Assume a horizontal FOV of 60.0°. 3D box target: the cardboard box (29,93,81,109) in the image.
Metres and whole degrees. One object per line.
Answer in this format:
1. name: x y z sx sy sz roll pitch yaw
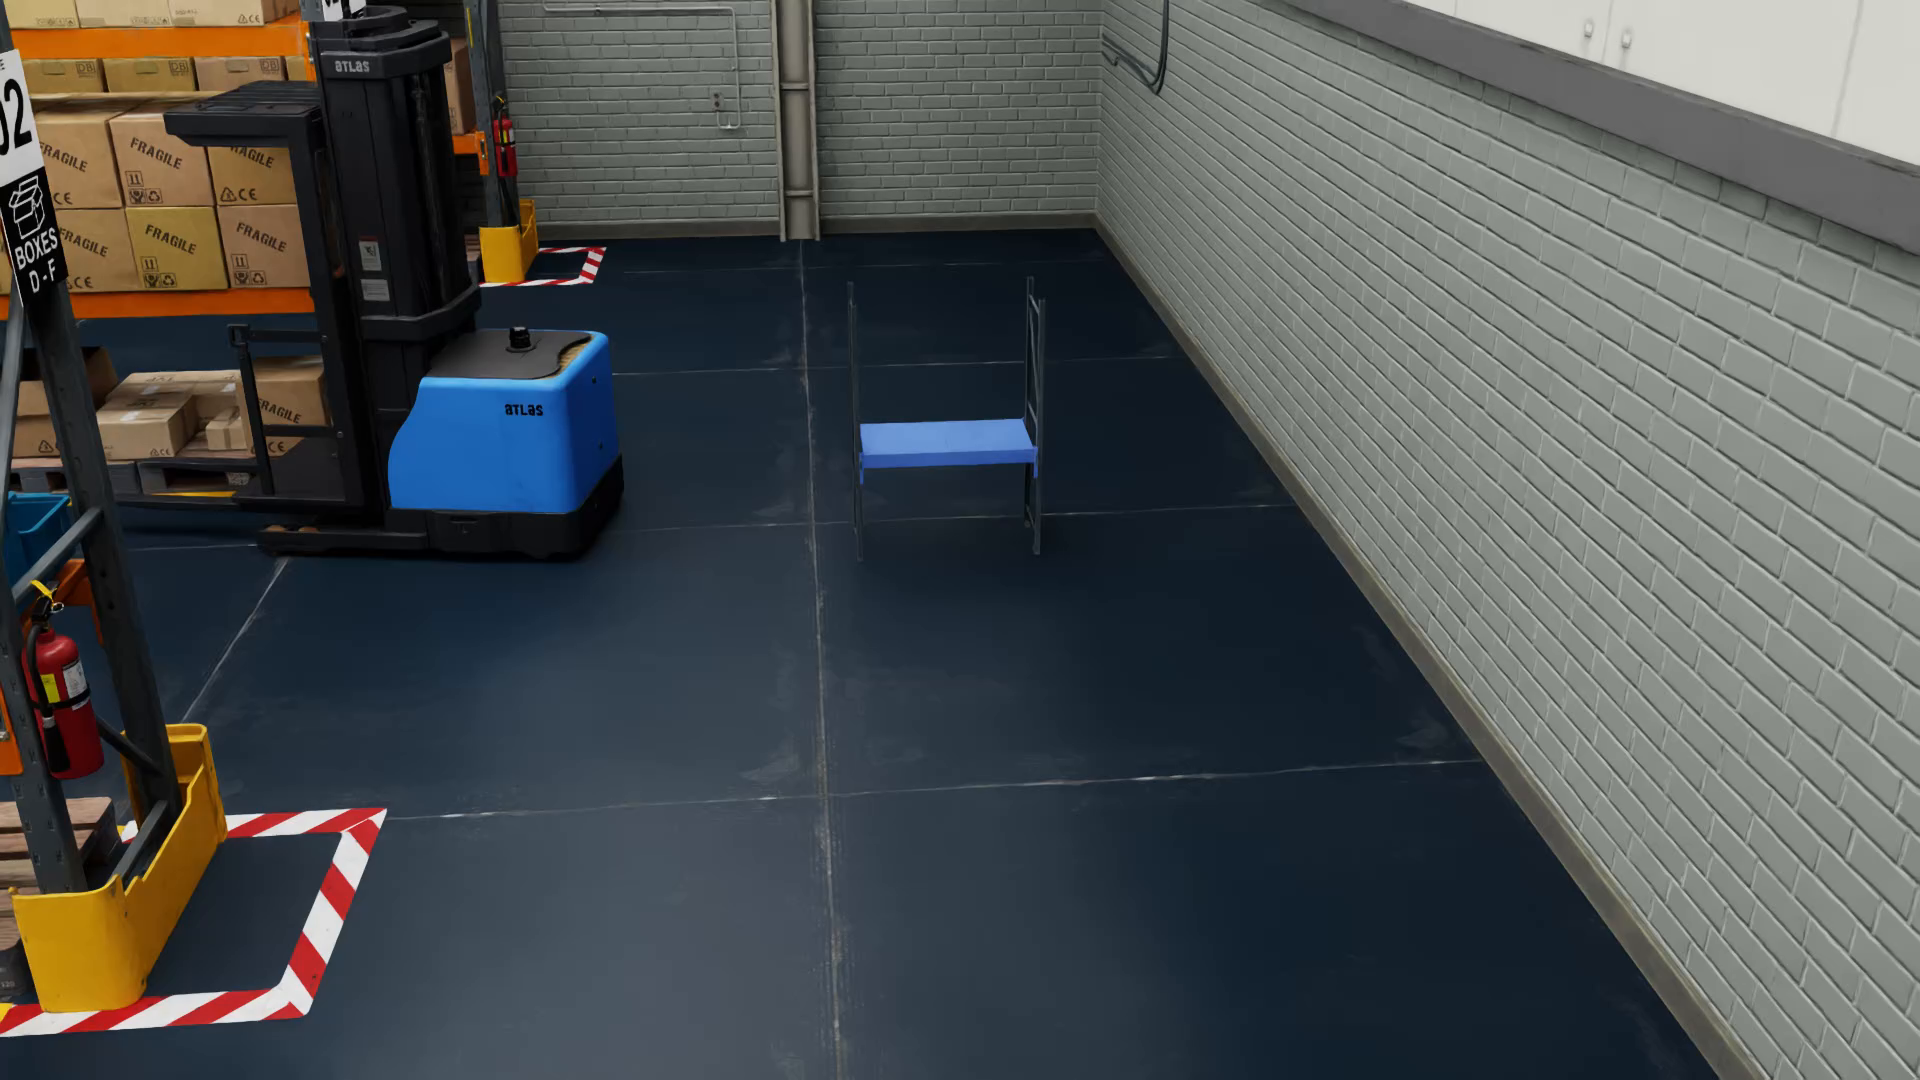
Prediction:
1. cardboard box: -5.687 -2.444 10.202 0.500 0.500 0.500 -3 24 -6

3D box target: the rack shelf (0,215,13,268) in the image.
1. rack shelf: -5.203 -0.875 5.219 4.000 0.370 1.077 -2 24 -5

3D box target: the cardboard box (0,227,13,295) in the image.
1. cardboard box: -5.629 -1.773 9.923 0.500 0.500 0.500 -3 24 -6

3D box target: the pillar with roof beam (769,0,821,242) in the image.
1. pillar with roof beam: -1.161 -5.376 10.766 0.400 9.000 9.100 -2 24 -5

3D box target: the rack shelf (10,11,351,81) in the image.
1. rack shelf: -5.686 -2.877 9.723 4.000 0.370 1.077 -2 24 -5

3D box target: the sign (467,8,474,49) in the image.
1. sign: -4.147 -4.335 14.093 0.005 0.325 0.100 -2 24 -5

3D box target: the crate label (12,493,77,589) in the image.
1. crate label: -3.491 0.013 6.160 0.303 0.233 0.416 -2 24 -5

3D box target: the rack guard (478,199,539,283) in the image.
1. rack guard: -4.163 -2.776 15.380 0.348 0.500 1.175 -2 24 -5

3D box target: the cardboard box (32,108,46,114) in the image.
1. cardboard box: -5.641 -2.225 9.710 0.500 0.500 0.500 -2 24 -4

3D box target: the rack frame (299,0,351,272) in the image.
1. rack frame: -3.696 -1.915 10.366 0.127 3.000 1.000 -2 24 -5

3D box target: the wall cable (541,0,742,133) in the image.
1. wall cable: -3.005 -4.815 15.639 1.851 1.984 0.084 -2 24 -5

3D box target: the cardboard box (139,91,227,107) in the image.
1. cardboard box: -4.683 -2.483 10.289 0.500 0.500 0.500 -2 24 -5

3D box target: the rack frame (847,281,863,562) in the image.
1. rack frame: -0.591 -0.662 9.392 0.032 1.500 0.500 -2 24 -5

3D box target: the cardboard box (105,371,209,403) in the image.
1. cardboard box: -5.260 -0.913 10.955 0.500 0.250 0.500 -2 24 -5

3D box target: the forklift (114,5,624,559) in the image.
1. forklift: -3.618 -1.460 9.427 3.031 2.935 1.130 2 24 4

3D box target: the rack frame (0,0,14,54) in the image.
1. rack frame: -3.213 -2.654 4.643 0.127 3.000 1.000 -2 24 -5

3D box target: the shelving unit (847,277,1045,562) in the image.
1. shelving unit: -0.085 -0.682 9.438 1.048 1.500 0.538 -2 24 -5

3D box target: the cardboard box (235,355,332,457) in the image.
1. cardboard box: -4.213 -0.853 10.512 0.500 0.500 0.500 -2 24 -5

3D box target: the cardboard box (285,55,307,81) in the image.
1. cardboard box: -5.416 -3.997 14.679 0.700 0.700 0.980 -2 24 -6

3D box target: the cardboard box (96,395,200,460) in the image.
1. cardboard box: -5.161 -0.713 10.504 0.500 0.250 0.500 -2 24 -5

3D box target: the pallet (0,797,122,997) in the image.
1. pallet: -4.037 1.378 6.389 1.213 0.211 1.003 -2 24 -5

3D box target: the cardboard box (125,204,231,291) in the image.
1. cardboard box: -4.631 -1.811 10.008 0.500 0.500 0.500 -2 24 -5

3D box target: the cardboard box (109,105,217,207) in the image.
1. cardboard box: -4.614 -2.269 9.807 0.500 0.500 0.500 -2 24 -4

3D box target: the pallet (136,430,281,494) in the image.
1. pallet: -4.565 -0.606 10.853 1.213 0.211 1.003 -2 24 -5

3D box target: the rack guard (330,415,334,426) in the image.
1. rack guard: -3.772 -0.770 10.867 0.348 0.500 1.175 -2 24 -5

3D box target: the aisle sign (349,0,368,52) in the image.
1. aisle sign: -3.657 -3.225 10.111 0.004 0.787 0.394 -2 24 -5

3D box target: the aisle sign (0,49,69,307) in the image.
1. aisle sign: -3.170 -1.224 5.610 0.004 0.787 0.394 -2 24 -5

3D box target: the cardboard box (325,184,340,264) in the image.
1. cardboard box: -4.163 -2.050 10.546 0.500 0.500 0.500 -2 24 -4

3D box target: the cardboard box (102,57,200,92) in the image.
1. cardboard box: -6.899 -3.937 14.545 0.700 0.700 0.980 -3 24 -6

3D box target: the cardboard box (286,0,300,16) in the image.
1. cardboard box: -4.232 -3.300 9.972 0.500 0.250 0.500 -2 24 -5

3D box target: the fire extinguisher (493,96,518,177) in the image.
1. fire extinguisher: -3.991 -3.531 14.556 0.183 0.674 0.296 -2 24 -5

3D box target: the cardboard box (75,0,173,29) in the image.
1. cardboard box: -4.680 -3.075 9.466 0.500 0.250 0.500 -2 24 -5
